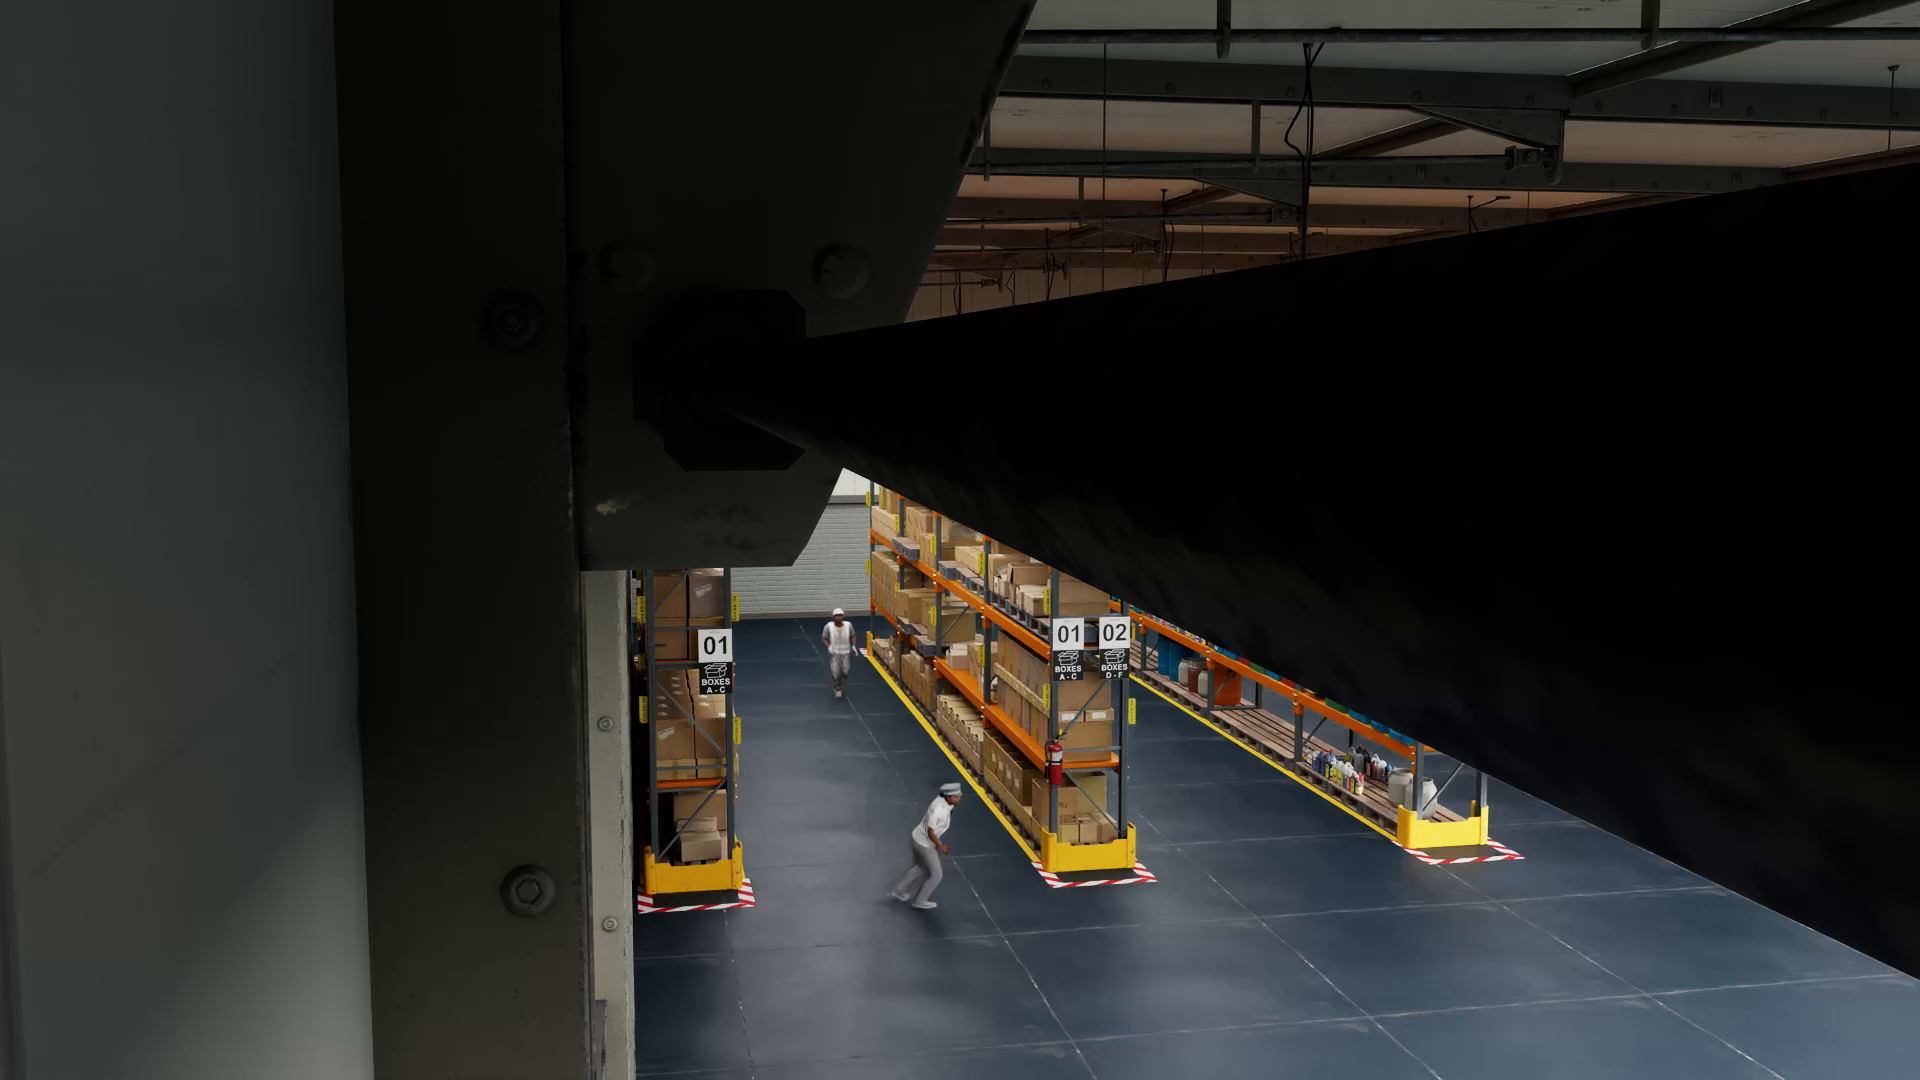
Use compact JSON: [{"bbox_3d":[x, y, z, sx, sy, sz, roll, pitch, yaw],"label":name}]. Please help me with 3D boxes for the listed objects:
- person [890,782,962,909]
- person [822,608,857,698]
[{"bbox_3d":[-0.380,3.557,19.415,0.808,1.517,0.593,0,6,-1],"label":"person"},{"bbox_3d":[-2.303,2.156,31.803,0.678,1.724,0.643,-1,6,-10],"label":"person"}]
